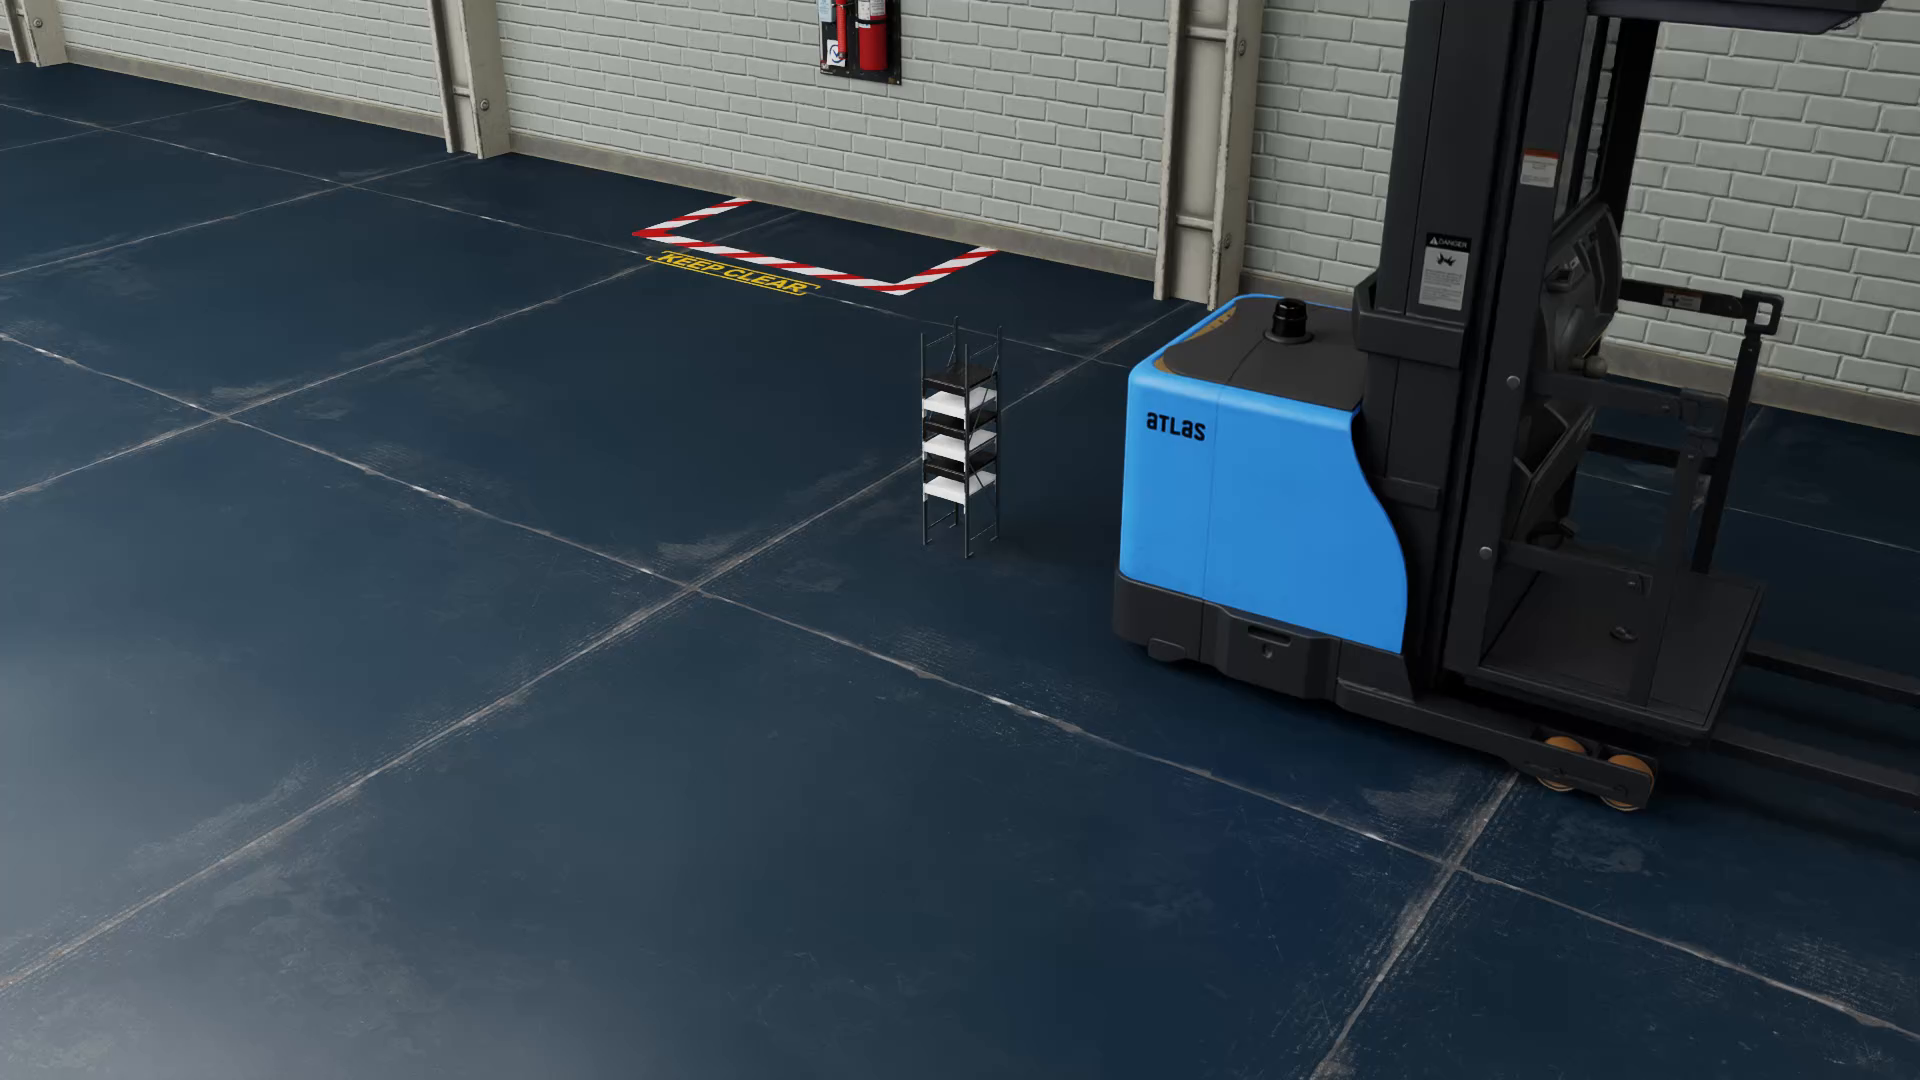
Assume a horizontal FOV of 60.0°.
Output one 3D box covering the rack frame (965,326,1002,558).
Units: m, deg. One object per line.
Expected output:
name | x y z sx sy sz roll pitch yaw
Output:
rack frame | 0.090 -0.373 6.490 0.006 0.900 0.240 17 32 30

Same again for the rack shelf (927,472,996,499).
rack shelf | 0.007 -0.227 6.629 0.190 0.026 0.221 17 32 30

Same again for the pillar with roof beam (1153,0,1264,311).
pillar with roof beam | -1.091 -3.779 4.255 0.400 9.000 9.100 17 32 30

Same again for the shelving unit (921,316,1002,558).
shelving unit | 0.007 -0.399 6.542 0.210 0.900 0.258 17 32 30

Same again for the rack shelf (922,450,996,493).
rack shelf | 0.007 -0.289 6.598 0.200 0.077 0.258 17 32 30

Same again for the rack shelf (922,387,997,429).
rack shelf | 0.007 -0.530 6.475 0.200 0.077 0.258 17 32 30

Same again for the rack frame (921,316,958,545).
rack frame | -0.077 -0.425 6.593 0.006 0.900 0.240 17 32 30

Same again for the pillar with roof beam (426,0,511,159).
pillar with roof beam | -6.036 -5.320 7.282 0.400 9.000 9.100 17 32 30

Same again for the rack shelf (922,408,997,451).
rack shelf | 0.007 -0.449 6.516 0.200 0.077 0.258 17 32 30

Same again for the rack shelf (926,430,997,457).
rack shelf | 0.007 -0.387 6.548 0.190 0.026 0.221 17 32 30

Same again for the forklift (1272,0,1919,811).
forklift | 2.064 -0.746 4.985 3.031 2.935 1.110 16 31 28

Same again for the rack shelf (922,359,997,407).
rack shelf | 0.007 -0.610 6.434 0.200 0.077 0.258 17 32 30
